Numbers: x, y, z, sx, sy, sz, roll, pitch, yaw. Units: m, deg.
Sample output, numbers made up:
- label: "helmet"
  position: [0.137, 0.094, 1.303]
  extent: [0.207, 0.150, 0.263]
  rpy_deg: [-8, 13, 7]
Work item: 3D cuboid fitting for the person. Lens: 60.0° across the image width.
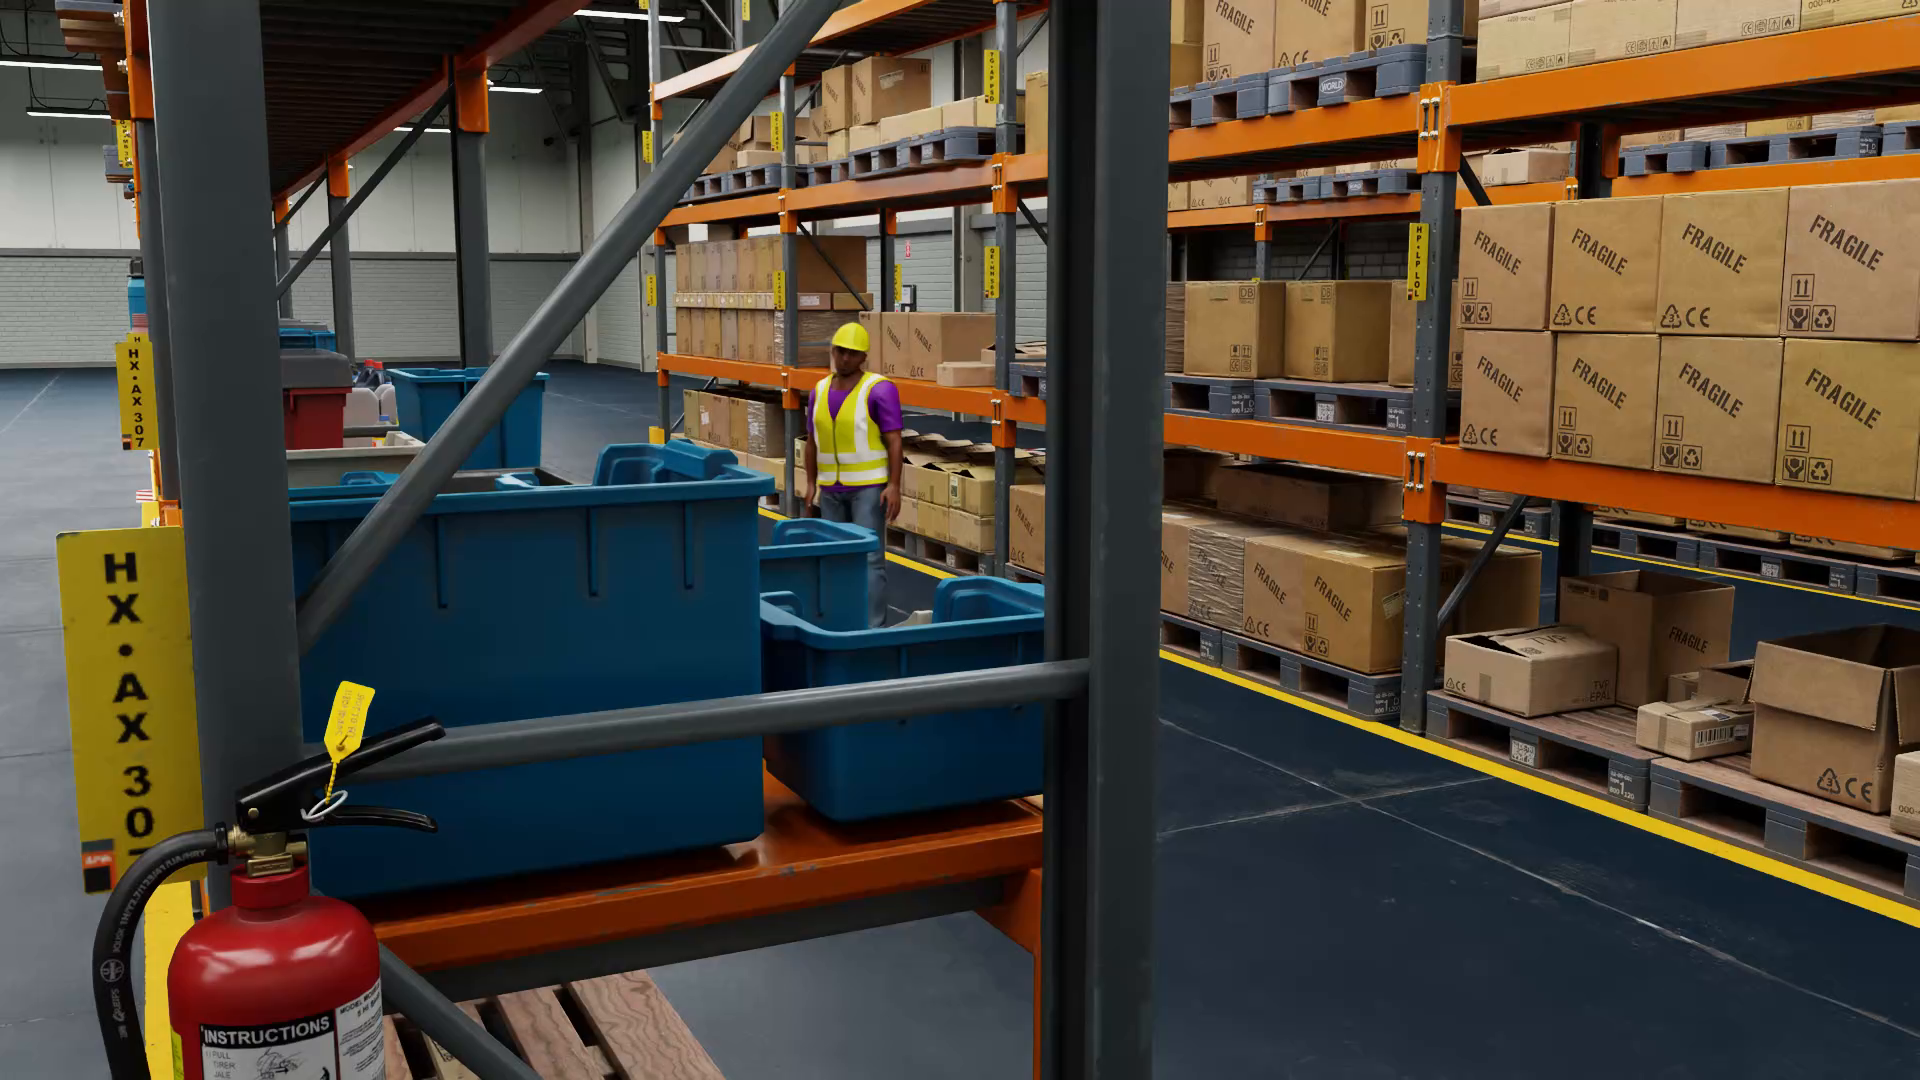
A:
- label: "person"
  position: [-0.587, -0.261, 8.942]
  extent: [0.631, 1.729, 0.441]
  rpy_deg: [5, 10, 32]
